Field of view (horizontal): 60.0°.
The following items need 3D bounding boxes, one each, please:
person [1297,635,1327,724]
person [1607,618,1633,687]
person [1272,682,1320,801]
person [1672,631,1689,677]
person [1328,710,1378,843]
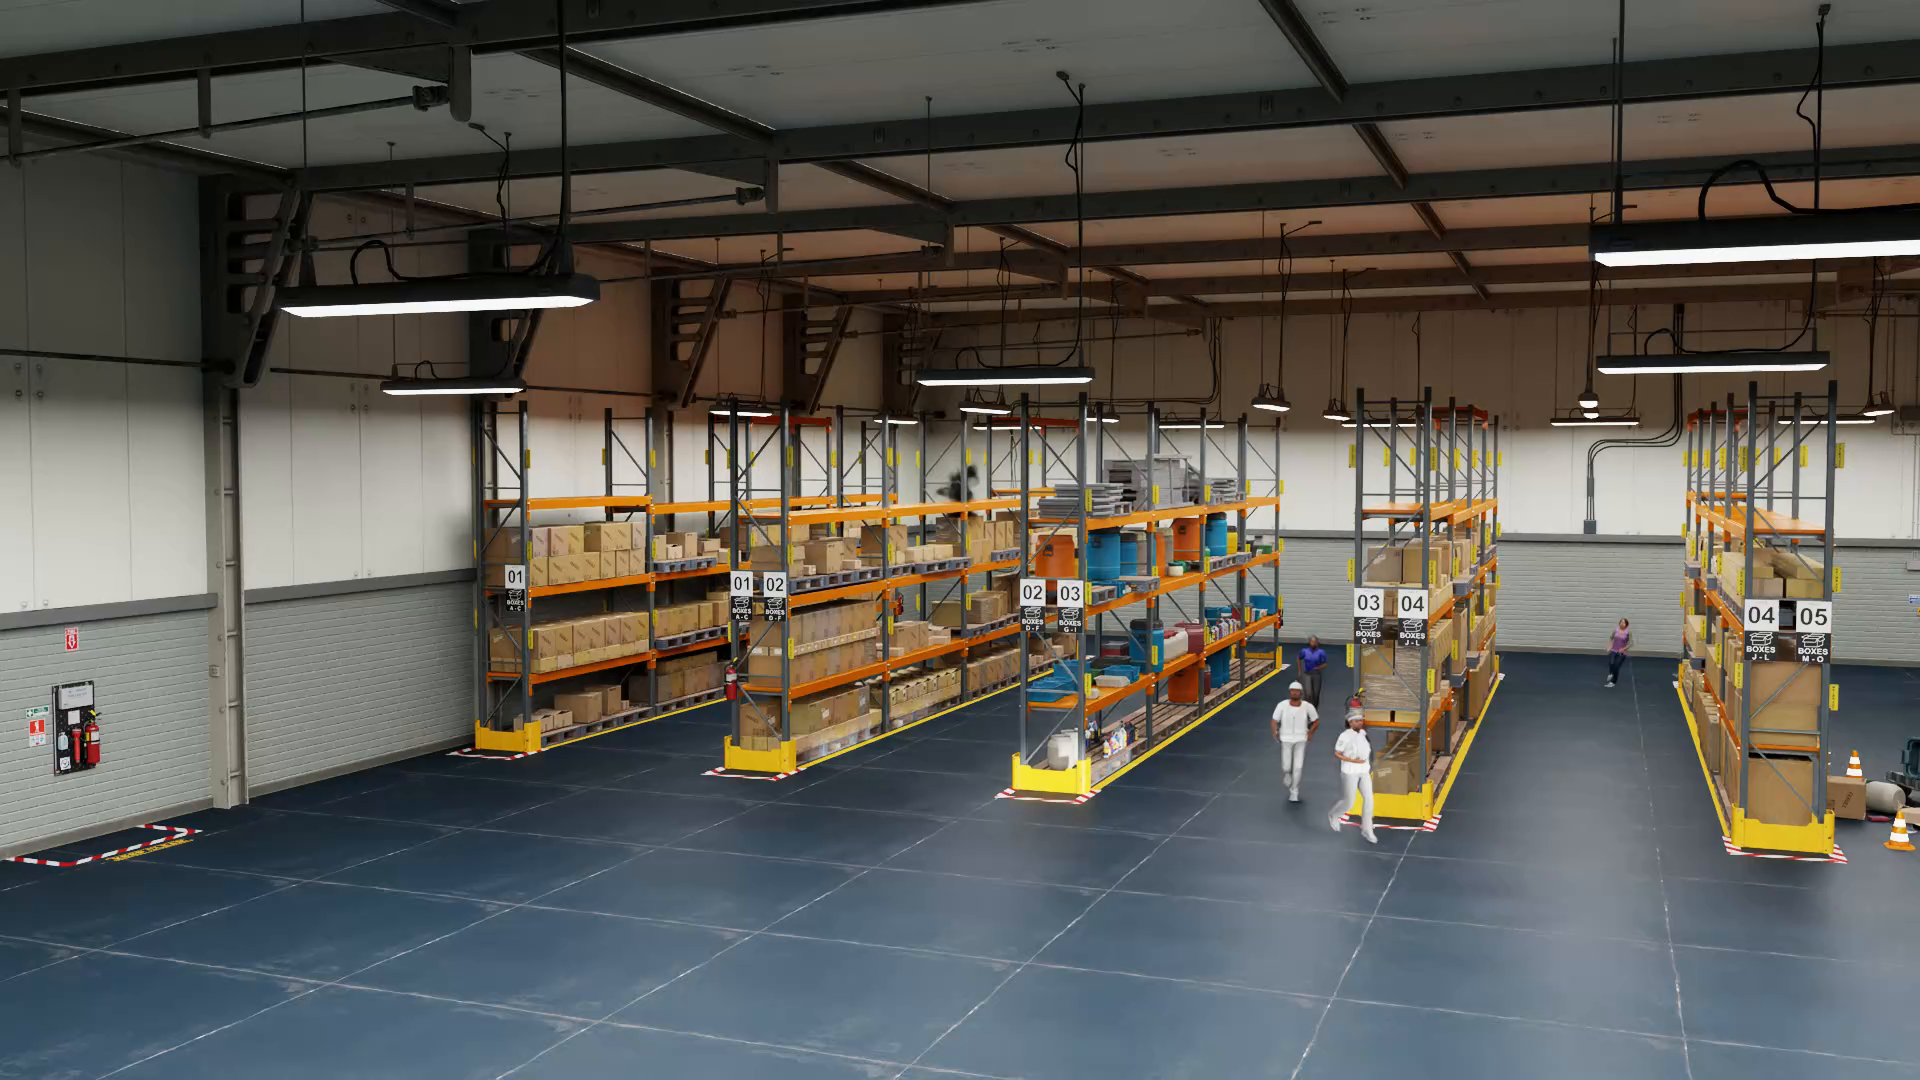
[{"bbox_3d":[6.675,2.657,31.504,0.536,1.677,0.788,0,3,8],"label":"person"},{"bbox_3d":[14.409,2.479,36.354,0.557,1.511,0.487,2,3,37],"label":"person"},{"bbox_3d":[4.929,2.948,24.477,0.695,1.716,0.737,1,3,15],"label":"person"},{"bbox_3d":[16.586,2.364,37.701,0.844,1.604,0.662,2,3,29],"label":"person"},{"bbox_3d":[5.189,3.089,21.976,0.601,1.728,0.807,-2,3,-31],"label":"person"}]
